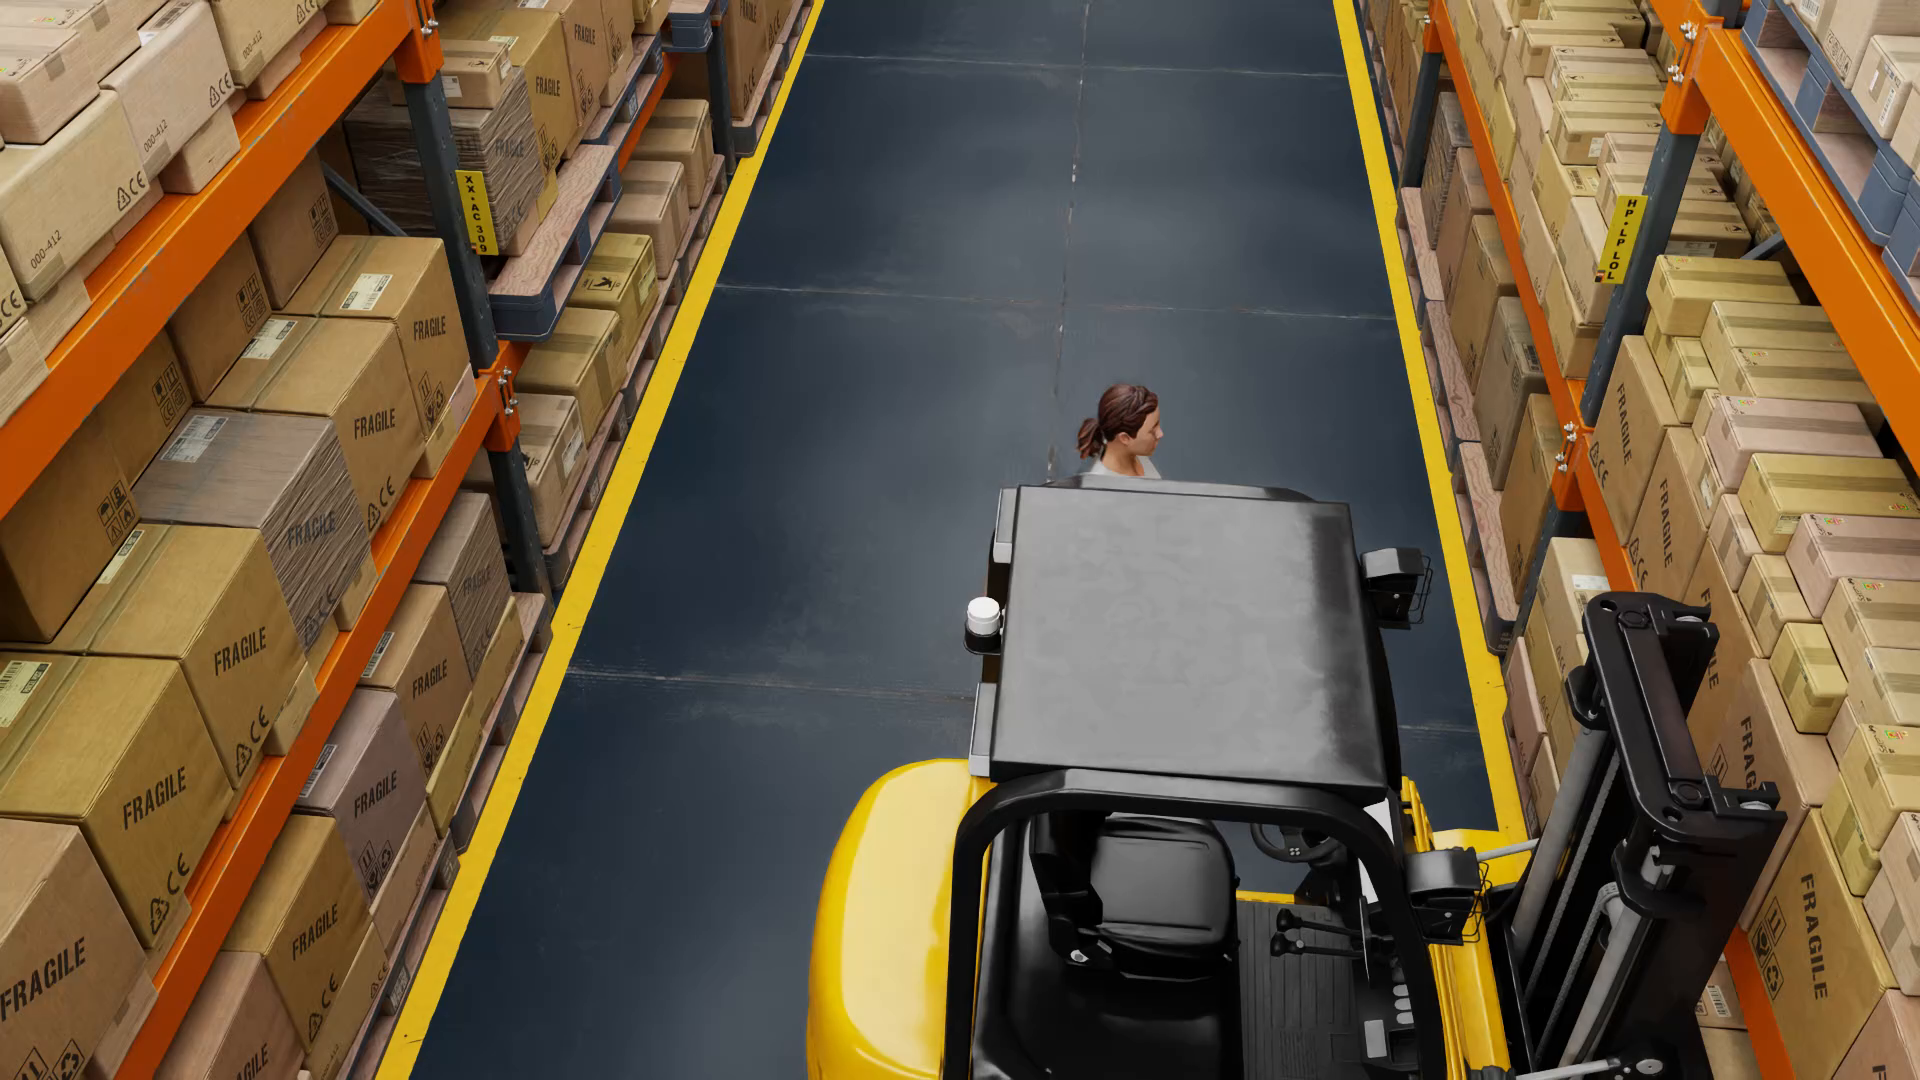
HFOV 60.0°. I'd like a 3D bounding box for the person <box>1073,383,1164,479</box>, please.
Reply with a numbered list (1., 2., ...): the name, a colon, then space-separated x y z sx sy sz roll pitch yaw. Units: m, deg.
1. person: 0.560 0.163 5.957 0.548 1.680 0.452 12 42 14
